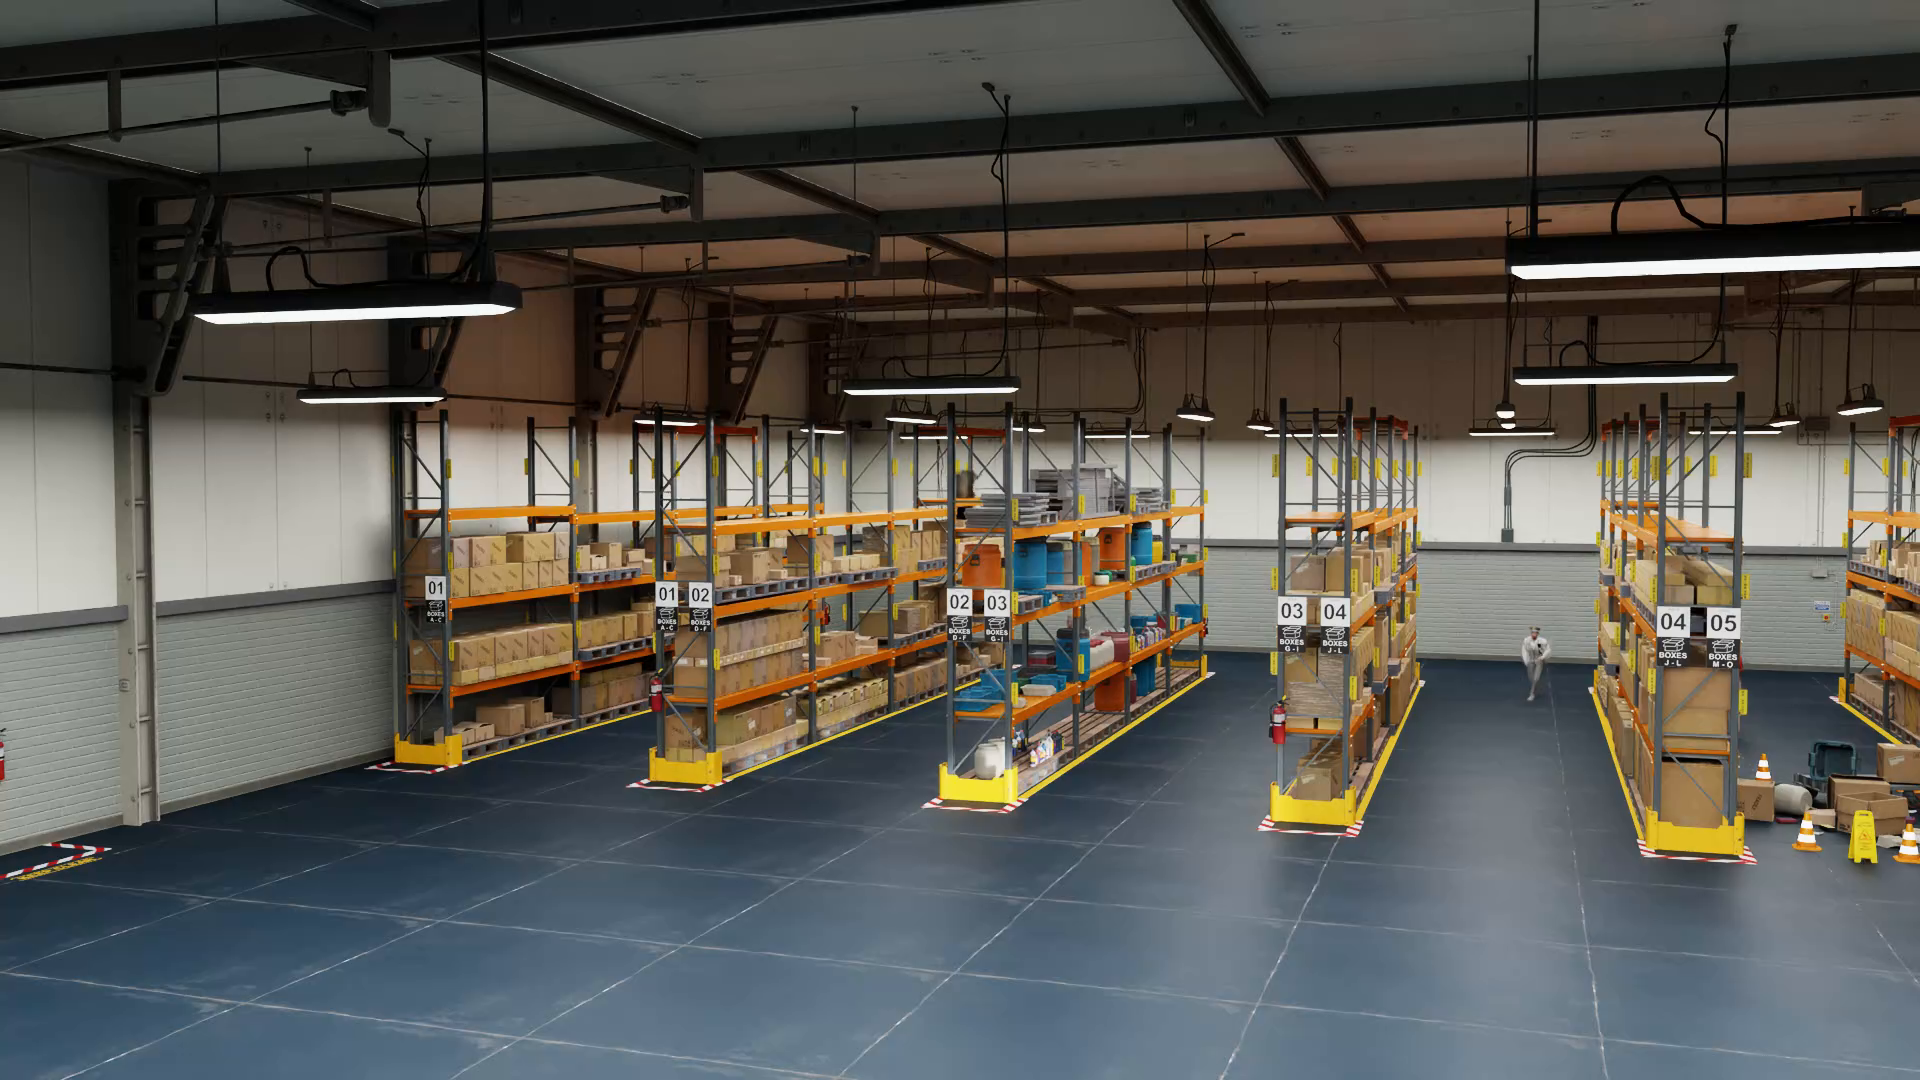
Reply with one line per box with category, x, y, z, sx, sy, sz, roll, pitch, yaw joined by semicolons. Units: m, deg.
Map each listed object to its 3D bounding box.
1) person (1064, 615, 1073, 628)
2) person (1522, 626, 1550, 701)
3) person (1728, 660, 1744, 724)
person;2.445;2.556;36.681;0.613;1.816;0.707;1;3;30
person;12.482;2.659;36.037;0.596;1.626;0.663;1;3;23
person;14.703;2.799;31.946;0.670;1.680;0.715;0;2;10
